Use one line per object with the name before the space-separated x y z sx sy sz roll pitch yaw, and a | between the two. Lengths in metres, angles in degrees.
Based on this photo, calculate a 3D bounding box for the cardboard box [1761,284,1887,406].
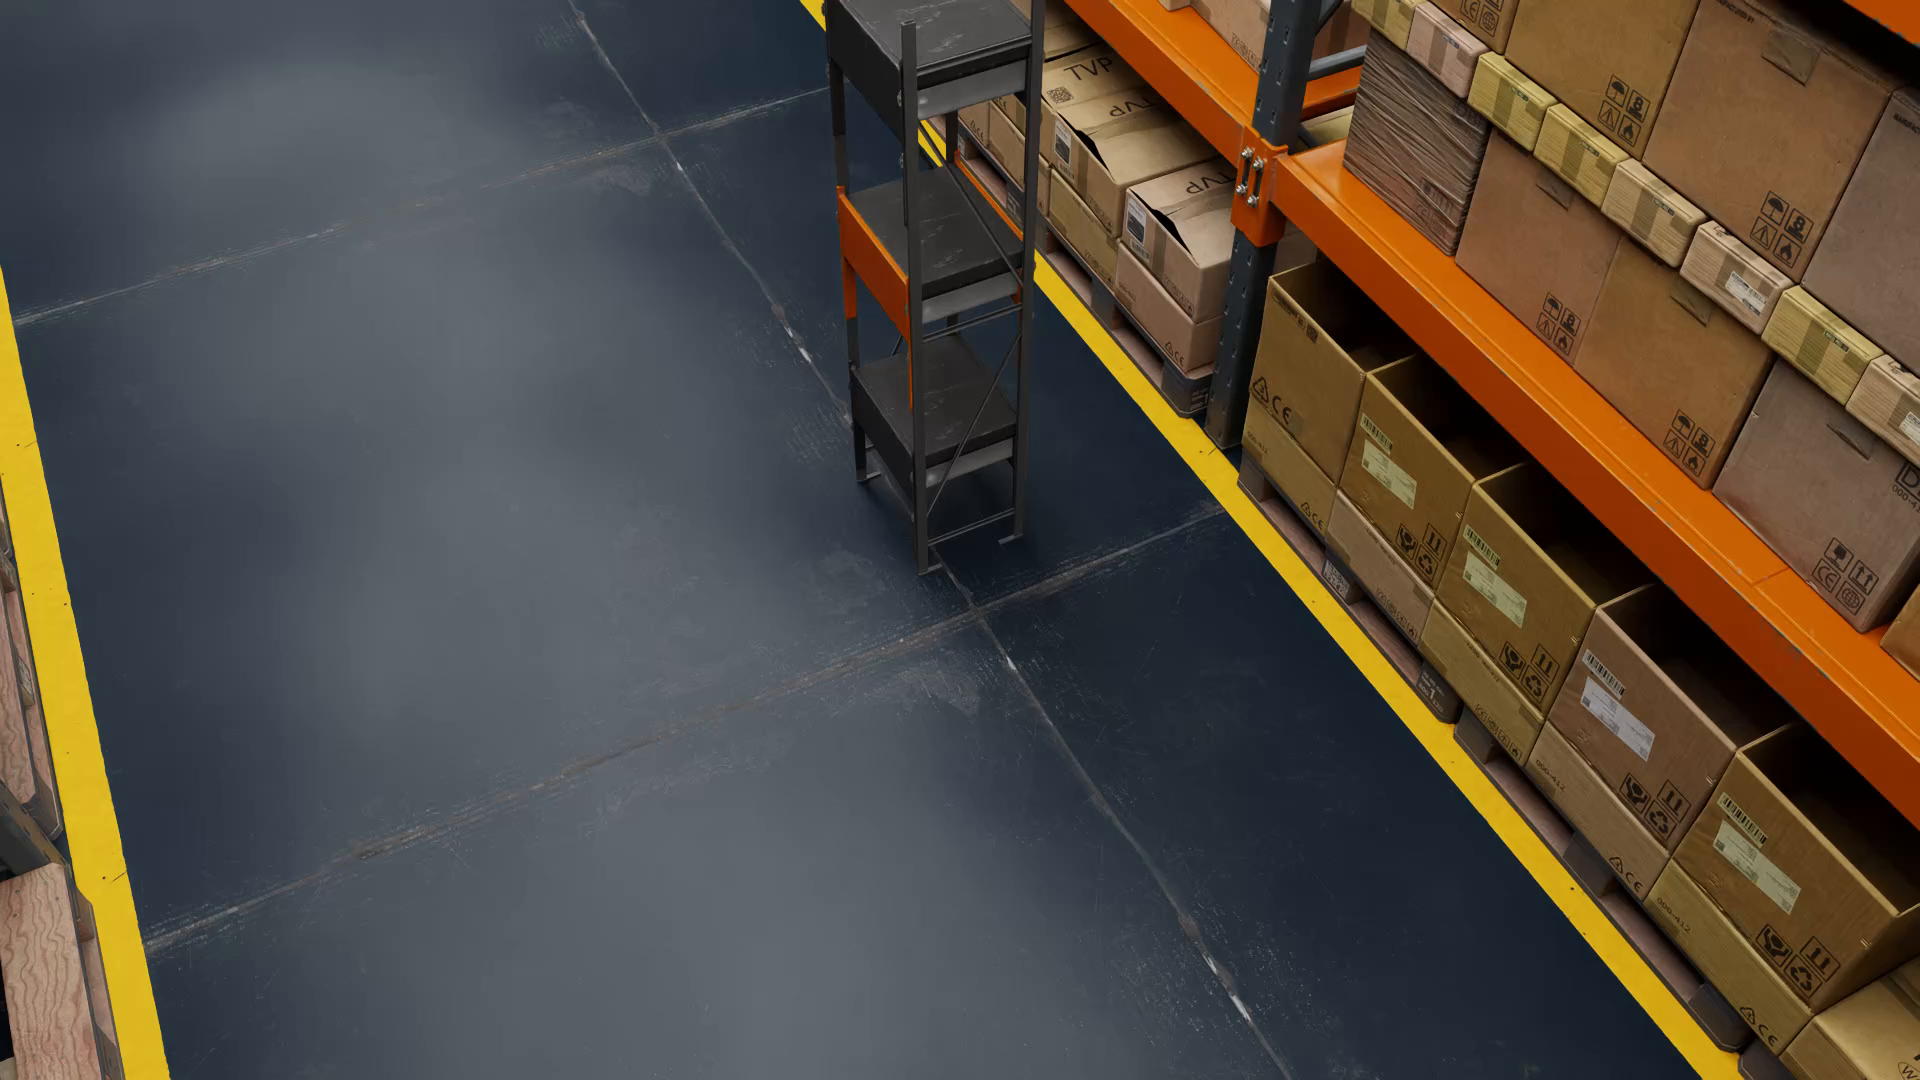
cardboard box | 2.027 -0.483 3.682 0.380 0.149 0.250 -22 52 -18

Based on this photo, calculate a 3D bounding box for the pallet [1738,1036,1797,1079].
pallet | 2.807 1.579 4.228 1.003 0.211 1.213 -21 52 -18

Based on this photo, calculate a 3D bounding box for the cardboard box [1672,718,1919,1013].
cardboard box | 2.214 0.758 4.144 0.500 0.500 0.500 -21 52 -18

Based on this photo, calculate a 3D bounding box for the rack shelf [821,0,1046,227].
rack shelf | -0.076 -1.254 4.540 0.431 0.518 0.480 -21 52 -18

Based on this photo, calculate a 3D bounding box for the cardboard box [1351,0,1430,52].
cardboard box | 1.315 -1.518 4.588 0.380 0.149 0.250 -21 52 -18

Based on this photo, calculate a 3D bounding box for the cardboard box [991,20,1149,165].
cardboard box | 0.454 -1.789 6.497 0.500 0.311 0.500 -21 52 -18

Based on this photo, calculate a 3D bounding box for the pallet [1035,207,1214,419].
pallet | 0.992 -1.080 6.554 1.003 0.211 1.213 -21 52 -18

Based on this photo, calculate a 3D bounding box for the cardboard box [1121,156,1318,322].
cardboard box | 0.924 -1.108 5.902 0.500 0.311 0.500 -21 52 -18

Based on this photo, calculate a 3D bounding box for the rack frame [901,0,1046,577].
rack frame | 0.036 -0.639 4.914 0.400 2.100 0.015 -21 52 -18

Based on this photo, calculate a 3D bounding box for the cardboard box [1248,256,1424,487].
cardboard box | 1.298 -0.580 5.314 0.500 0.500 0.500 -21 52 -18

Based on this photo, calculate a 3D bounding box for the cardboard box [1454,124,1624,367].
cardboard box | 1.820 -0.906 4.483 0.700 0.500 0.500 -22 52 -18

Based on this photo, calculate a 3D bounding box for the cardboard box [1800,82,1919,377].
cardboard box | 2.262 -0.676 3.420 0.700 0.500 0.500 -21 52 -17

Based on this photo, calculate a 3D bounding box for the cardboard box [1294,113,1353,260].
cardboard box | 1.396 -1.298 6.068 0.500 0.311 0.500 -21 52 -17

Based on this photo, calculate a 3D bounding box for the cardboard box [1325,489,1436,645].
cardboard box | 1.531 0.000 5.305 0.500 0.250 0.500 -21 52 -18

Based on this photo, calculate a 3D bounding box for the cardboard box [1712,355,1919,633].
cardboard box | 2.281 -0.226 3.889 0.700 0.500 0.500 -20 52 -16

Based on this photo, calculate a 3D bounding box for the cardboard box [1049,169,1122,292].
cardboard box | 0.687 -1.268 6.414 0.500 0.250 0.500 -22 52 -18

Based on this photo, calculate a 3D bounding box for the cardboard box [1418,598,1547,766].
cardboard box | 1.755 0.336 5.011 0.500 0.250 0.500 -21 52 -18

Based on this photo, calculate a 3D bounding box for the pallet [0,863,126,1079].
pallet | -2.700 1.546 4.258 1.003 0.211 1.213 -21 52 -18

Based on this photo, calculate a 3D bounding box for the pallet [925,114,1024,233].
pallet | 0.430 -1.898 7.269 1.003 0.211 1.213 -21 52 -18

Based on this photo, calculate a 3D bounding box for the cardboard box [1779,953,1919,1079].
cardboard box | 2.447 1.338 4.135 0.500 0.250 0.500 -21 52 -18

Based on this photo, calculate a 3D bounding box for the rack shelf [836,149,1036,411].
rack shelf | -0.076 -0.793 5.067 0.431 0.518 0.480 -21 52 -18

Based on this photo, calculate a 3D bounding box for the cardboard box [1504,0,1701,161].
cardboard box | 1.805 -1.346 4.006 0.700 0.500 0.500 -21 52 -18

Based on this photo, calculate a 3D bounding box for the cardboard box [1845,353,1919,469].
cardboard box | 2.139 -0.315 3.536 0.380 0.149 0.250 -22 52 -18

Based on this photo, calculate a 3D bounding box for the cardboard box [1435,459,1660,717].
cardboard box | 1.756 0.089 4.729 0.500 0.500 0.500 -21 52 -18

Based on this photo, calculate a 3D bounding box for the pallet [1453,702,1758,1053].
pallet | 2.253 0.764 4.942 1.003 0.211 1.213 -21 52 -18

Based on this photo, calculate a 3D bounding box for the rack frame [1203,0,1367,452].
rack frame | 1.364 -1.518 5.085 1.000 3.000 0.127 -21 52 -18

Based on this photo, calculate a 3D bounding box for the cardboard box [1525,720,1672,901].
cardboard box | 1.989 0.669 4.720 0.500 0.250 0.500 -21 52 -18

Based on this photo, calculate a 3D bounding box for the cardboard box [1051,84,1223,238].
cardboard box | 0.680 -1.454 6.204 0.500 0.311 0.500 -20 52 -17

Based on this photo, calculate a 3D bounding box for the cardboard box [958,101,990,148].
cardboard box | 0.221 -1.952 7.012 0.500 0.250 0.500 -20 52 -17

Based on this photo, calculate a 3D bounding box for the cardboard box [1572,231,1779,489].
cardboard box | 2.046 -0.569 4.188 0.700 0.500 0.500 -20 52 -17

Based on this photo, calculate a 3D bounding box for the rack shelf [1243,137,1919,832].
rack shelf | 2.279 0.057 4.185 1.077 0.370 4.000 -21 52 -18

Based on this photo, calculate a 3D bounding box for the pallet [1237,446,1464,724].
pallet | 1.691 -0.054 5.657 1.003 0.211 1.213 -21 52 -18

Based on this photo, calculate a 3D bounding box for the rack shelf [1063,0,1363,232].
rack shelf | 0.449 -2.620 6.527 1.077 0.370 4.000 -21 52 -18

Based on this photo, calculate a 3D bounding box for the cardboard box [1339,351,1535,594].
cardboard box | 1.534 -0.248 5.024 0.500 0.500 0.500 -21 52 -18

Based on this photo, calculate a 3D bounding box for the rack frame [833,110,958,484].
rack frame | -0.187 -0.965 5.199 0.400 2.100 0.015 -21 52 -18

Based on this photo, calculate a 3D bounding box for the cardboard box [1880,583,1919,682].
cardboard box | 2.526 0.125 3.582 0.700 0.500 0.500 -21 52 -17

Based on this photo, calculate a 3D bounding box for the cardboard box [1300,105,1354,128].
cardboard box | 1.172 -1.635 6.363 0.500 0.311 0.500 -22 52 -18

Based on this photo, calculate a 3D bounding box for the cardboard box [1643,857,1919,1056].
cardboard box | 2.217 1.004 4.427 0.500 0.250 0.500 -21 52 -18

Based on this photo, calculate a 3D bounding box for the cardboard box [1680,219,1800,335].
cardboard box | 1.908 -0.657 3.835 0.380 0.149 0.250 -23 53 -19

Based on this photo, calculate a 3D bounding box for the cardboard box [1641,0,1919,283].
cardboard box | 2.034 -1.010 3.713 0.700 0.500 0.500 -21 52 -18

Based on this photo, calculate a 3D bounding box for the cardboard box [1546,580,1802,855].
cardboard box | 1.986 0.423 4.437 0.500 0.500 0.500 -21 52 -18

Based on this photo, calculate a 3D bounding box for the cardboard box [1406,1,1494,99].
cardboard box | 1.430 -1.350 4.441 0.380 0.149 0.250 -20 52 -17

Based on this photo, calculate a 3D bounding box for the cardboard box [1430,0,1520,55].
cardboard box | 1.573 -1.684 4.301 0.700 0.500 0.500 -21 52 -17

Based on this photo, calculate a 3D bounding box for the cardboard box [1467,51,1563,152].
cardboard box | 1.550 -1.178 4.290 0.380 0.149 0.250 -22 53 -18

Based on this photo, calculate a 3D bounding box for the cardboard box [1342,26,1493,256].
cardboard box | 1.573 -1.257 4.790 0.700 0.500 0.500 -22 53 -18

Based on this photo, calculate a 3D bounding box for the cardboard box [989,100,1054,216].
cardboard box | 0.452 -1.611 6.714 0.500 0.250 0.500 -20 52 -17

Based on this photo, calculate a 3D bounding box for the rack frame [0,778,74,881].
rack frame | -3.039 0.190 3.591 1.000 3.000 0.127 -21 52 -18

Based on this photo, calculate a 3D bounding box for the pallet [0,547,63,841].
pallet | -3.396 0.588 5.096 1.003 0.211 1.213 -21 52 -18

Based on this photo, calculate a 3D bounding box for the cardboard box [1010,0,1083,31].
cardboard box | 0.227 -2.127 6.793 0.500 0.311 0.500 -22 52 -18

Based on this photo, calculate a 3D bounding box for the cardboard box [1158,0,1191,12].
cardboard box | 0.798 -1.999 5.595 0.396 0.266 0.258 -22 52 -18

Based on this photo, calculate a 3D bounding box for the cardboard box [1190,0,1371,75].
cardboard box | 1.100 -1.784 5.417 0.500 0.250 0.500 -18 51 -15

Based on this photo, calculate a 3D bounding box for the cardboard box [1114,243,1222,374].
cardboard box | 0.917 -0.929 6.118 0.500 0.250 0.500 -22 52 -18

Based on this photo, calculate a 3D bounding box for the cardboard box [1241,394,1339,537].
cardboard box | 1.307 -0.337 5.599 0.500 0.250 0.500 -21 52 -18

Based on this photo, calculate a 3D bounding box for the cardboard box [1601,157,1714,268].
cardboard box | 1.783 -0.835 3.990 0.380 0.149 0.250 -23 53 -19

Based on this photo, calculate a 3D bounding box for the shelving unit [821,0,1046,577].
shelving unit | -0.076 -0.802 5.057 0.431 2.100 0.503 -21 52 -18

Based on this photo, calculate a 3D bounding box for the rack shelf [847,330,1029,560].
rack shelf | -0.076 -0.332 5.594 0.431 0.518 0.480 -21 52 -18

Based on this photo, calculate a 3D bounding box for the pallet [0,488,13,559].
pallet | -3.959 -0.230 5.811 1.003 0.211 1.213 -21 52 -18

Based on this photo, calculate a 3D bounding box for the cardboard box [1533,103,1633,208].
cardboard box | 1.671 -1.003 4.137 0.380 0.149 0.250 -22 52 -18
